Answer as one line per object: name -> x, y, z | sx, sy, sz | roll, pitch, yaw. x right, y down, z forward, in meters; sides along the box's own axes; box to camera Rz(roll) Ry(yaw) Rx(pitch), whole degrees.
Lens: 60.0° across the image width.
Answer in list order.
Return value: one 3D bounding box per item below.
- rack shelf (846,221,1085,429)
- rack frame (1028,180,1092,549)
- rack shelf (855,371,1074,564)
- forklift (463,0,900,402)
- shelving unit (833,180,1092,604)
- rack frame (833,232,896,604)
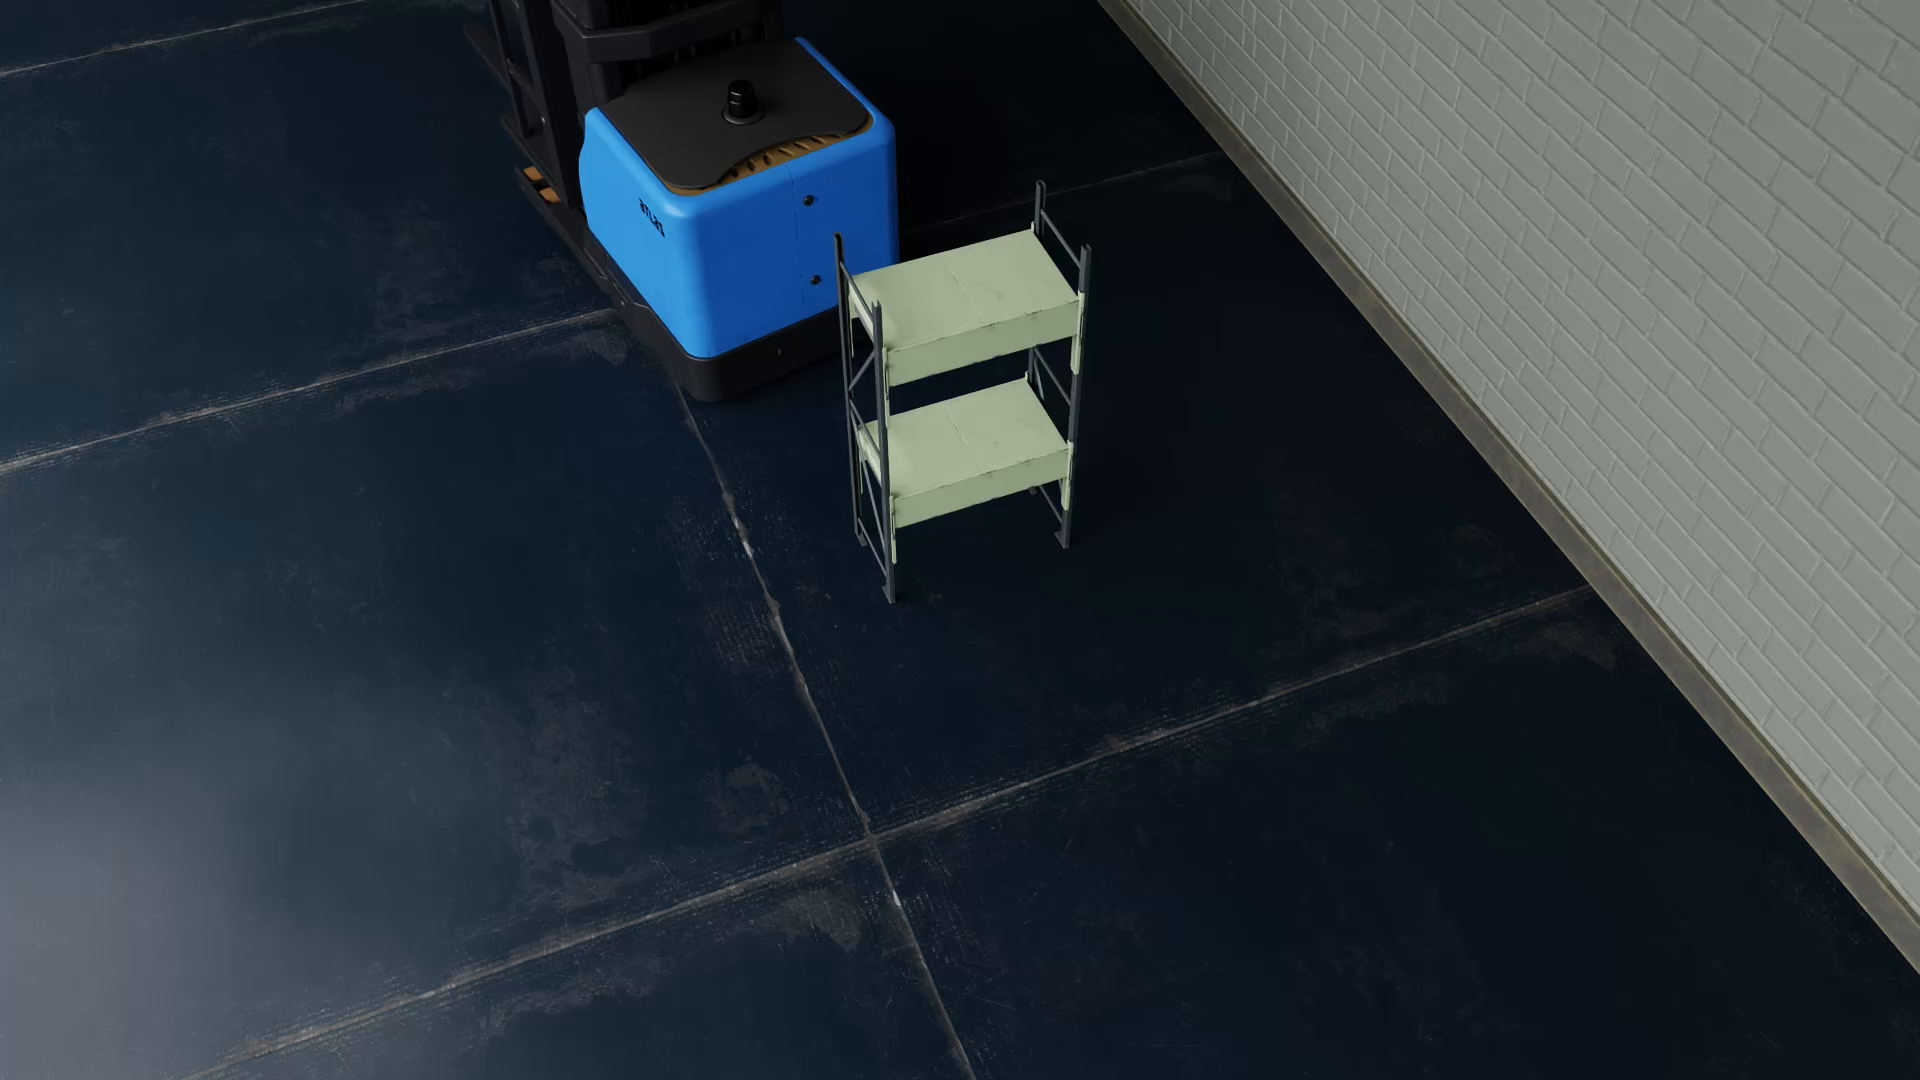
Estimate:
rack shelf -> 0.006, -0.745, 5.727 | 0.720, 0.370, 0.431 | -17, 52, -14
rack frame -> 0.345, -0.596, 6.114 | 0.023, 1.500, 0.400 | -17, 52, -14
rack shelf -> 0.006, -0.278, 6.271 | 0.720, 0.370, 0.431 | -17, 52, -14
forklift -> -1.462, -2.637, 6.923 | 1.130, 2.935, 3.031 | -26, 54, -21
shelving unit -> 0.006, -0.491, 6.023 | 0.755, 1.500, 0.431 | -17, 52, -14
rack frame -> -0.333, -0.386, 5.933 | 0.023, 1.500, 0.400 | -17, 52, -14
